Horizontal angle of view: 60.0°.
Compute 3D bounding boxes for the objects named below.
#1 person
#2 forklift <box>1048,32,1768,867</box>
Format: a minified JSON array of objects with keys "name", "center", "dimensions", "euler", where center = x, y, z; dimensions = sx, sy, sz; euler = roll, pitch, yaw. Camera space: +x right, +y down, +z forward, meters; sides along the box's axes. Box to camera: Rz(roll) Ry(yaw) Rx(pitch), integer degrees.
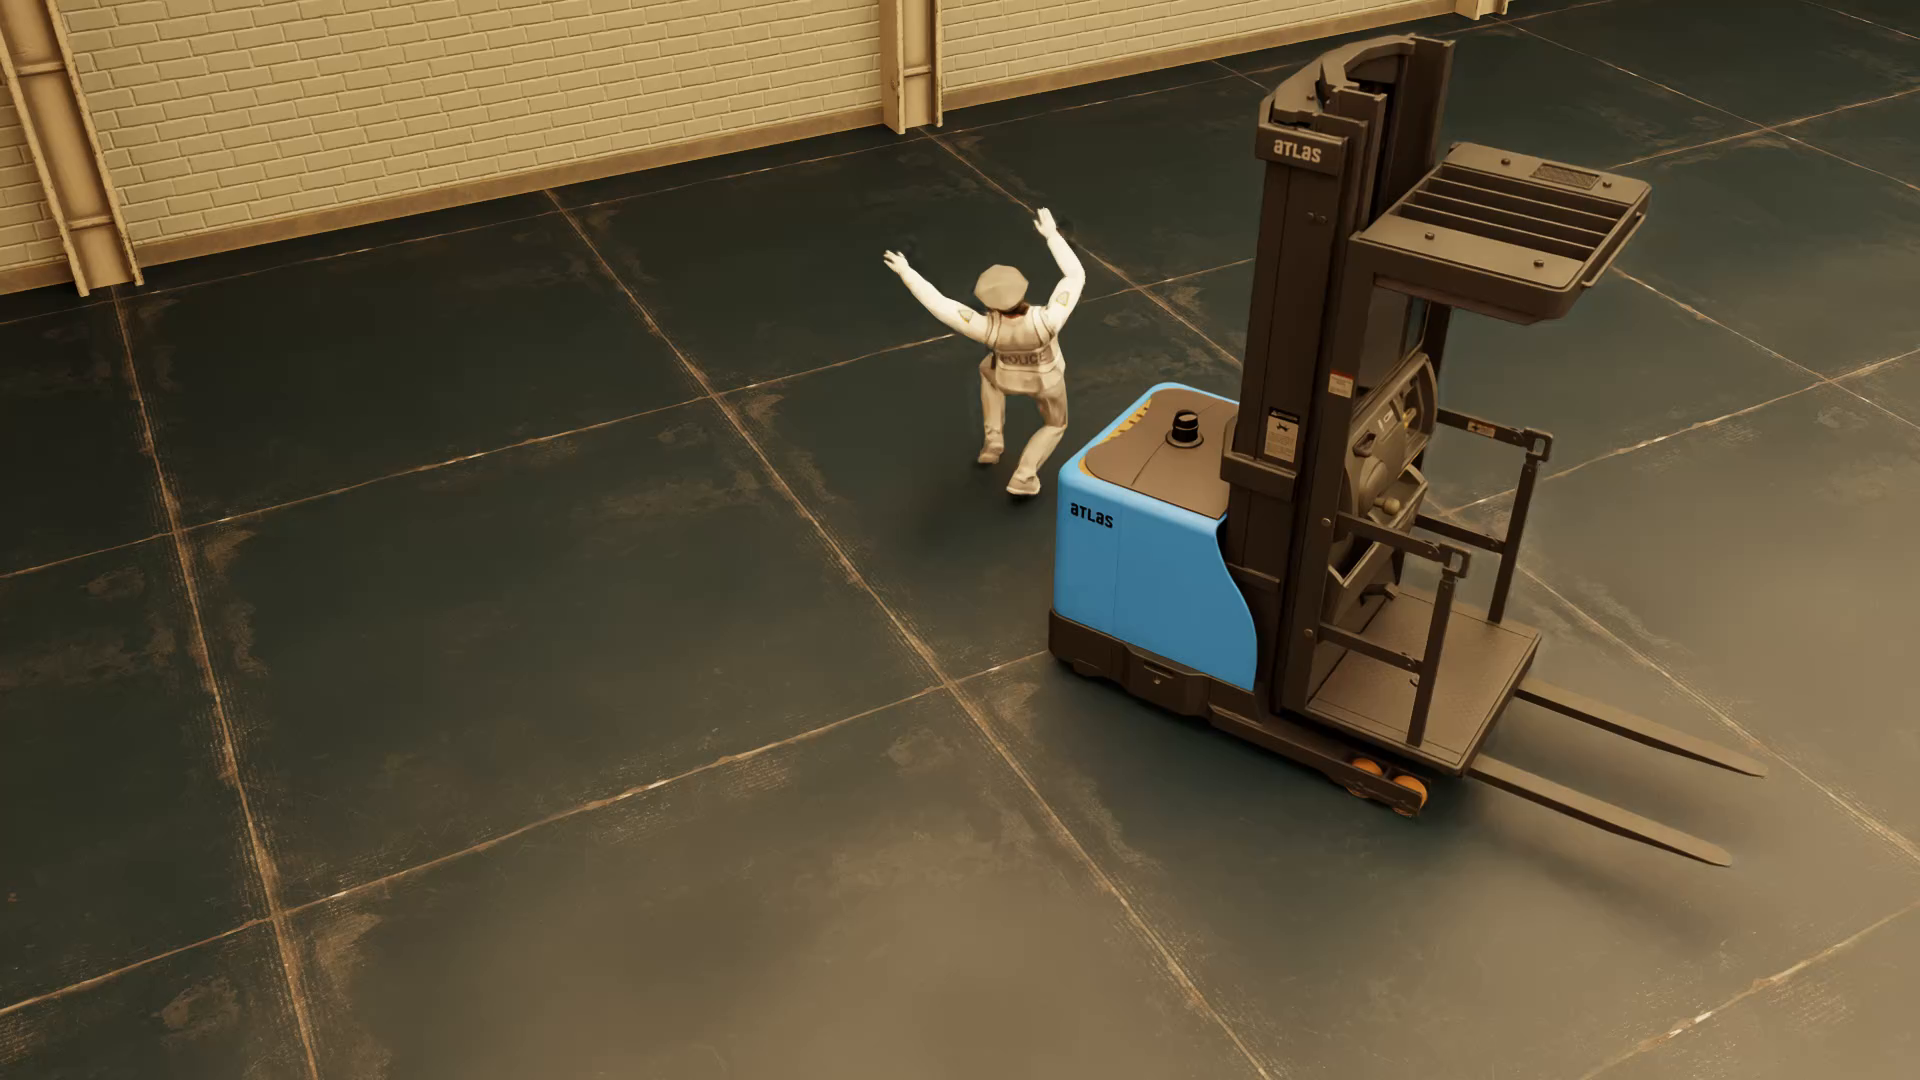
[{"name":"person","center":[0.131,-0.963,8.700],"dimensions":[1.005,1.564,0.818],"euler":[8,36,11]},{"name":"forklift","center":[1.924,-0.387,6.670],"dimensions":[3.031,2.935,1.130],"euler":[21,40,27]}]
